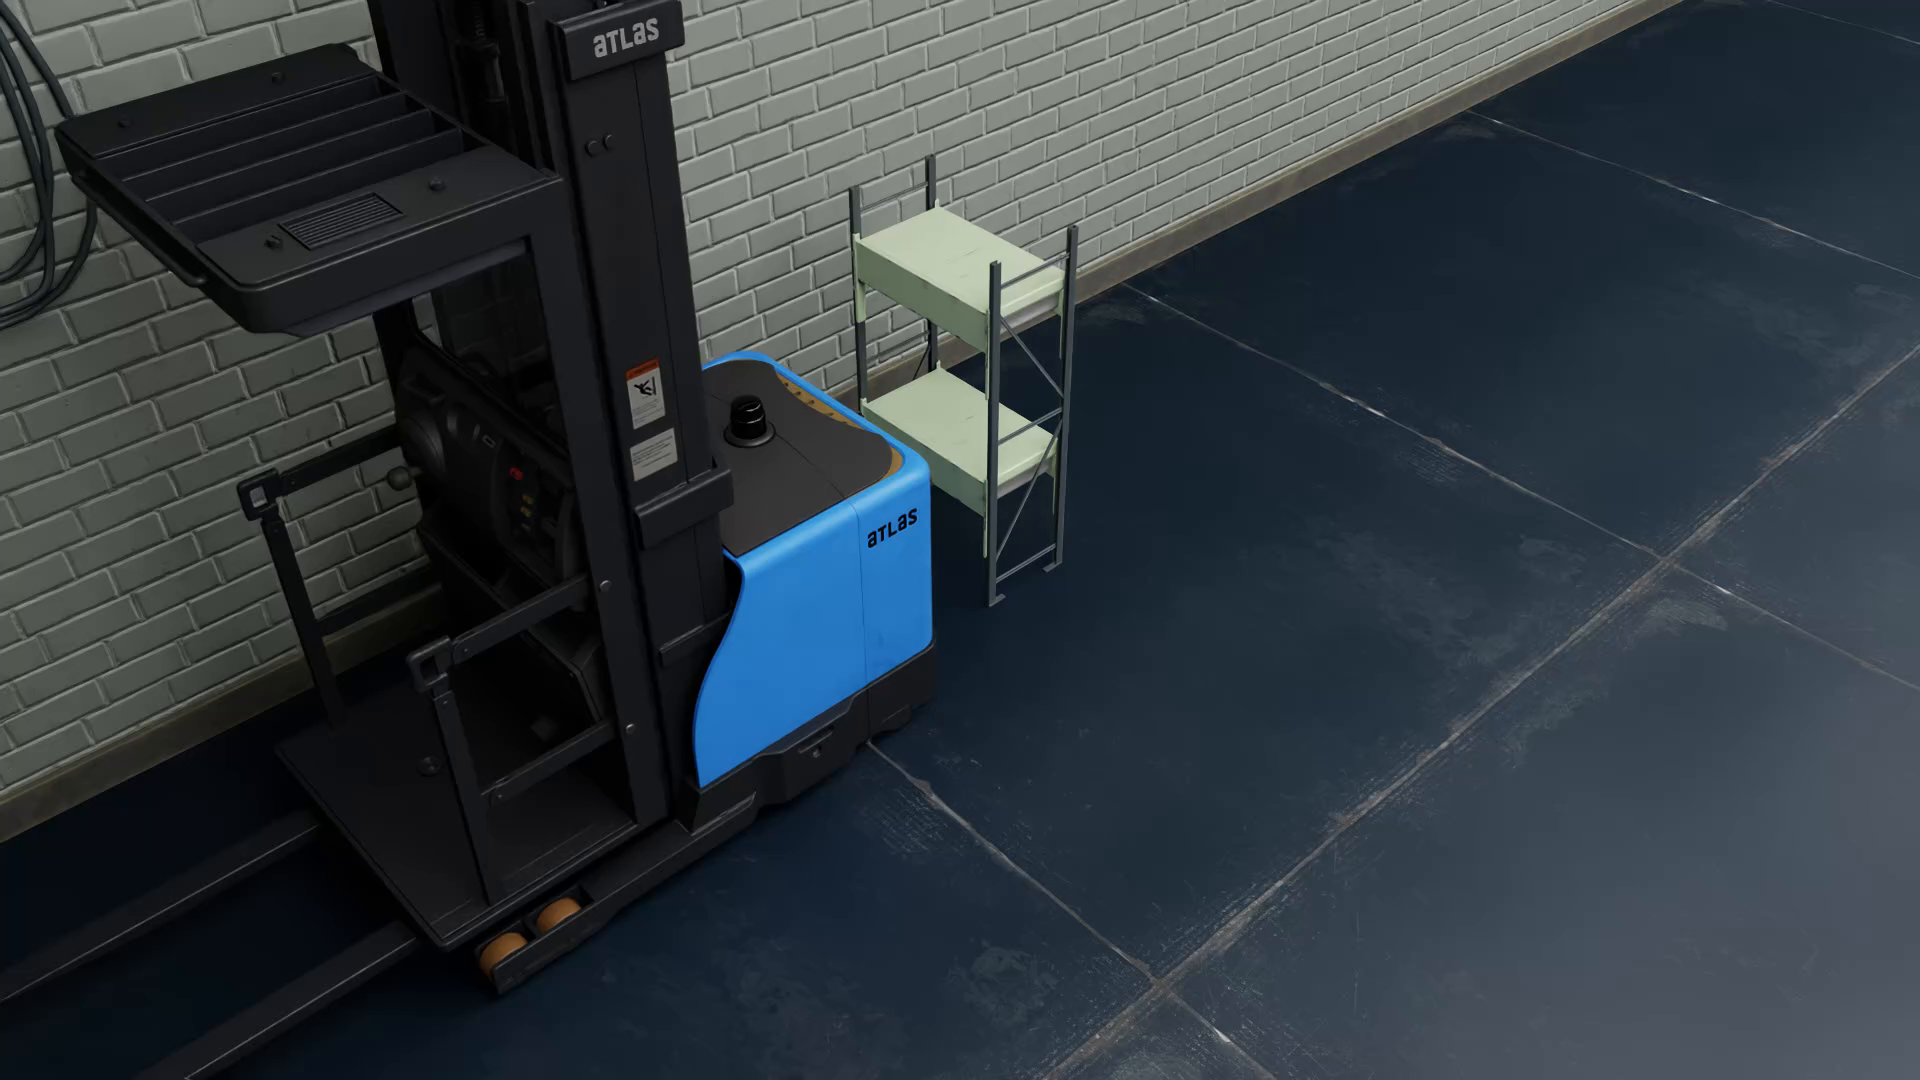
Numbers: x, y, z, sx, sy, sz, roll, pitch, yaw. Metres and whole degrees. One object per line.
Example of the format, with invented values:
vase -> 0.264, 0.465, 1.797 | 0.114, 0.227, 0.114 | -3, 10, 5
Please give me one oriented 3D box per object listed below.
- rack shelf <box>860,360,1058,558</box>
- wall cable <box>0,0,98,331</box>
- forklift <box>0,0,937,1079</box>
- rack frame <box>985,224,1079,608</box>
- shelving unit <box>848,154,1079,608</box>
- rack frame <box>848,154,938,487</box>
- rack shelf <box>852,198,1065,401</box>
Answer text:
rack shelf -> 0.005, -0.327, 6.480 | 0.431, 0.370, 0.720 | -30, 48, -32
wall cable -> -3.573, -1.047, 3.355 | 3.097, 2.526, 0.112 | -30, 48, -32
forklift -> -1.504, -0.150, 4.604 | 3.031, 2.935, 1.130 | -30, 48, -32
rack frame -> 0.252, -0.411, 6.065 | 0.400, 1.500, 0.023 | -30, 48, -32
shelving unit -> 0.005, -0.580, 6.275 | 0.431, 1.500, 0.755 | -30, 48, -32
rack frame -> -0.243, -0.750, 6.485 | 0.400, 1.500, 0.023 | -30, 48, -32
rack shelf -> 0.005, -0.884, 6.030 | 0.431, 0.370, 0.720 | -30, 48, -32
